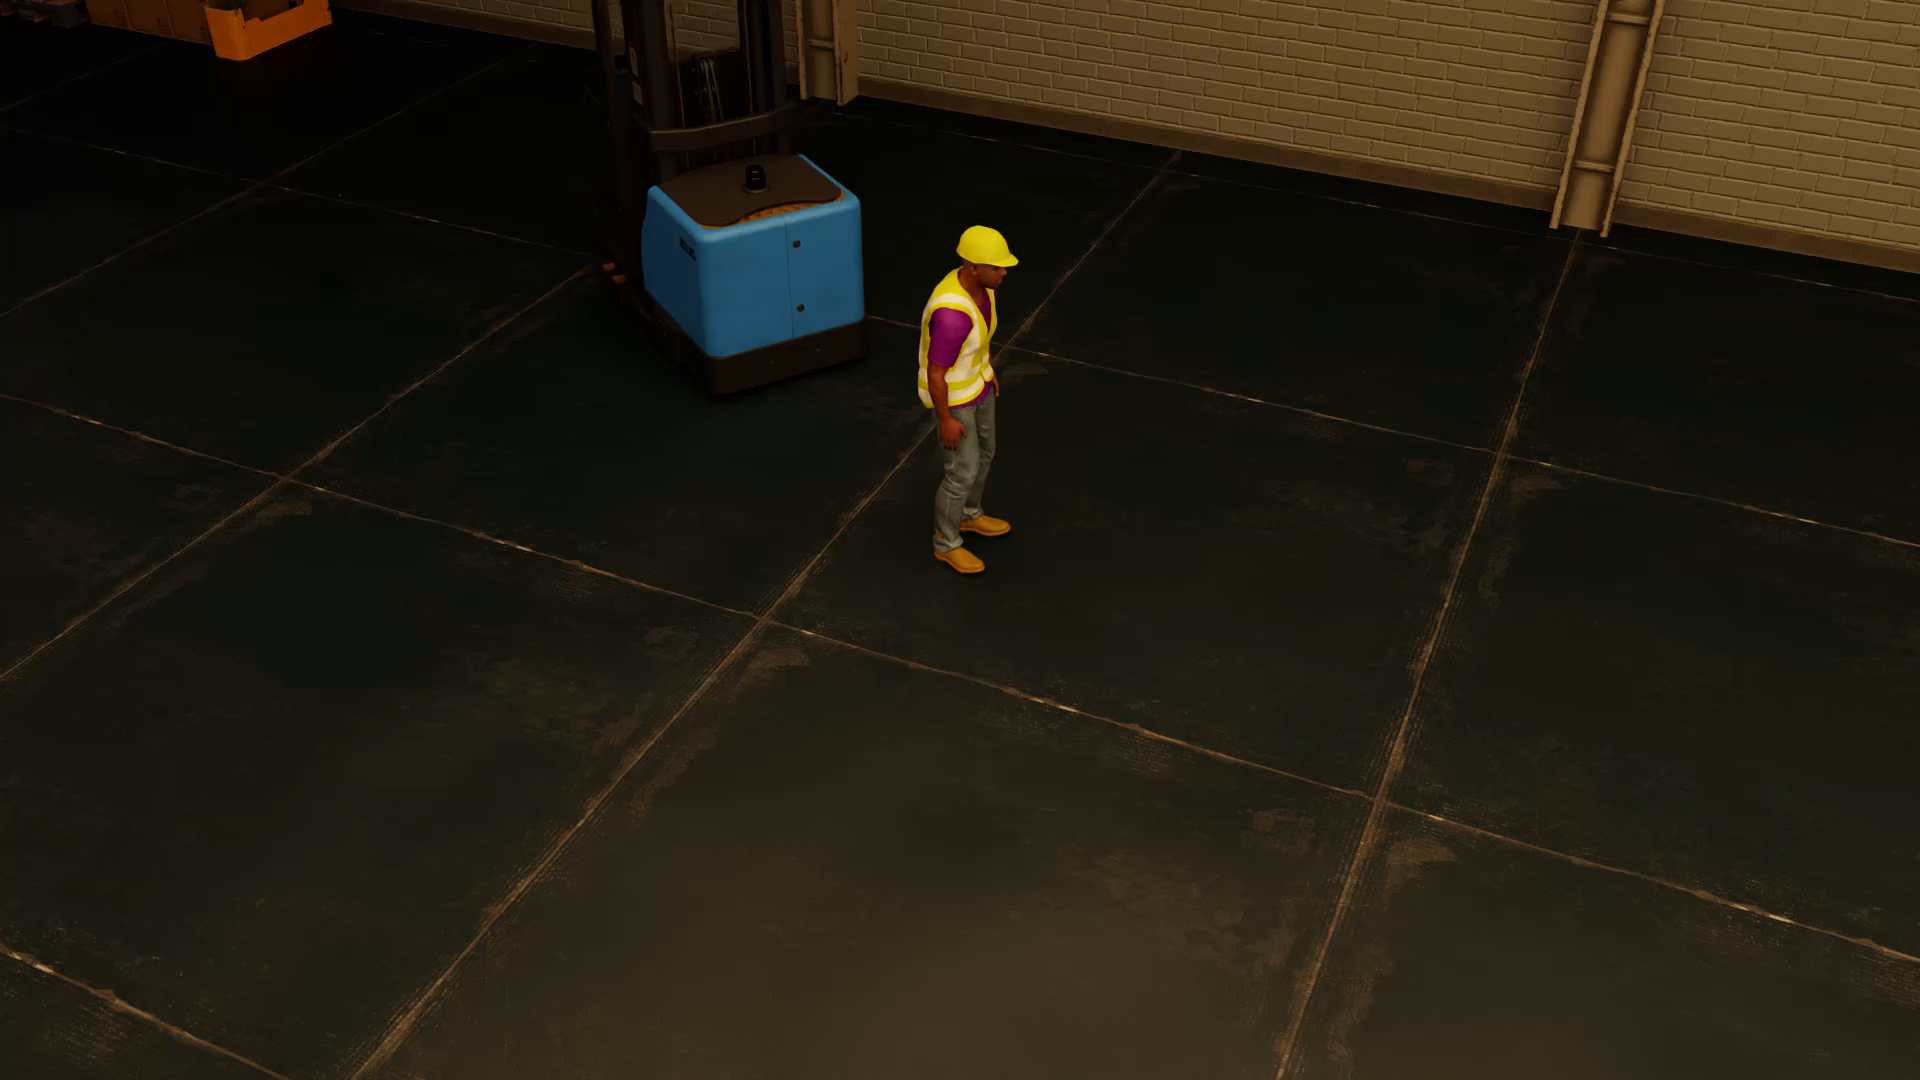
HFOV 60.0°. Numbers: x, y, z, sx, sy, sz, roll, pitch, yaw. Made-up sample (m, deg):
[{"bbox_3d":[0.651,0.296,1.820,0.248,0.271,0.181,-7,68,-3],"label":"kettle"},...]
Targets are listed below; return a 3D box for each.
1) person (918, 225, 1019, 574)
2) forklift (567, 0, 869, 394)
[{"bbox_3d":[0.040,-0.710,8.093,0.460,1.760,0.626,14,38,18],"label":"person"},{"bbox_3d":[-1.729,-2.871,10.111,1.130,2.935,3.031,-19,40,-24],"label":"forklift"}]
